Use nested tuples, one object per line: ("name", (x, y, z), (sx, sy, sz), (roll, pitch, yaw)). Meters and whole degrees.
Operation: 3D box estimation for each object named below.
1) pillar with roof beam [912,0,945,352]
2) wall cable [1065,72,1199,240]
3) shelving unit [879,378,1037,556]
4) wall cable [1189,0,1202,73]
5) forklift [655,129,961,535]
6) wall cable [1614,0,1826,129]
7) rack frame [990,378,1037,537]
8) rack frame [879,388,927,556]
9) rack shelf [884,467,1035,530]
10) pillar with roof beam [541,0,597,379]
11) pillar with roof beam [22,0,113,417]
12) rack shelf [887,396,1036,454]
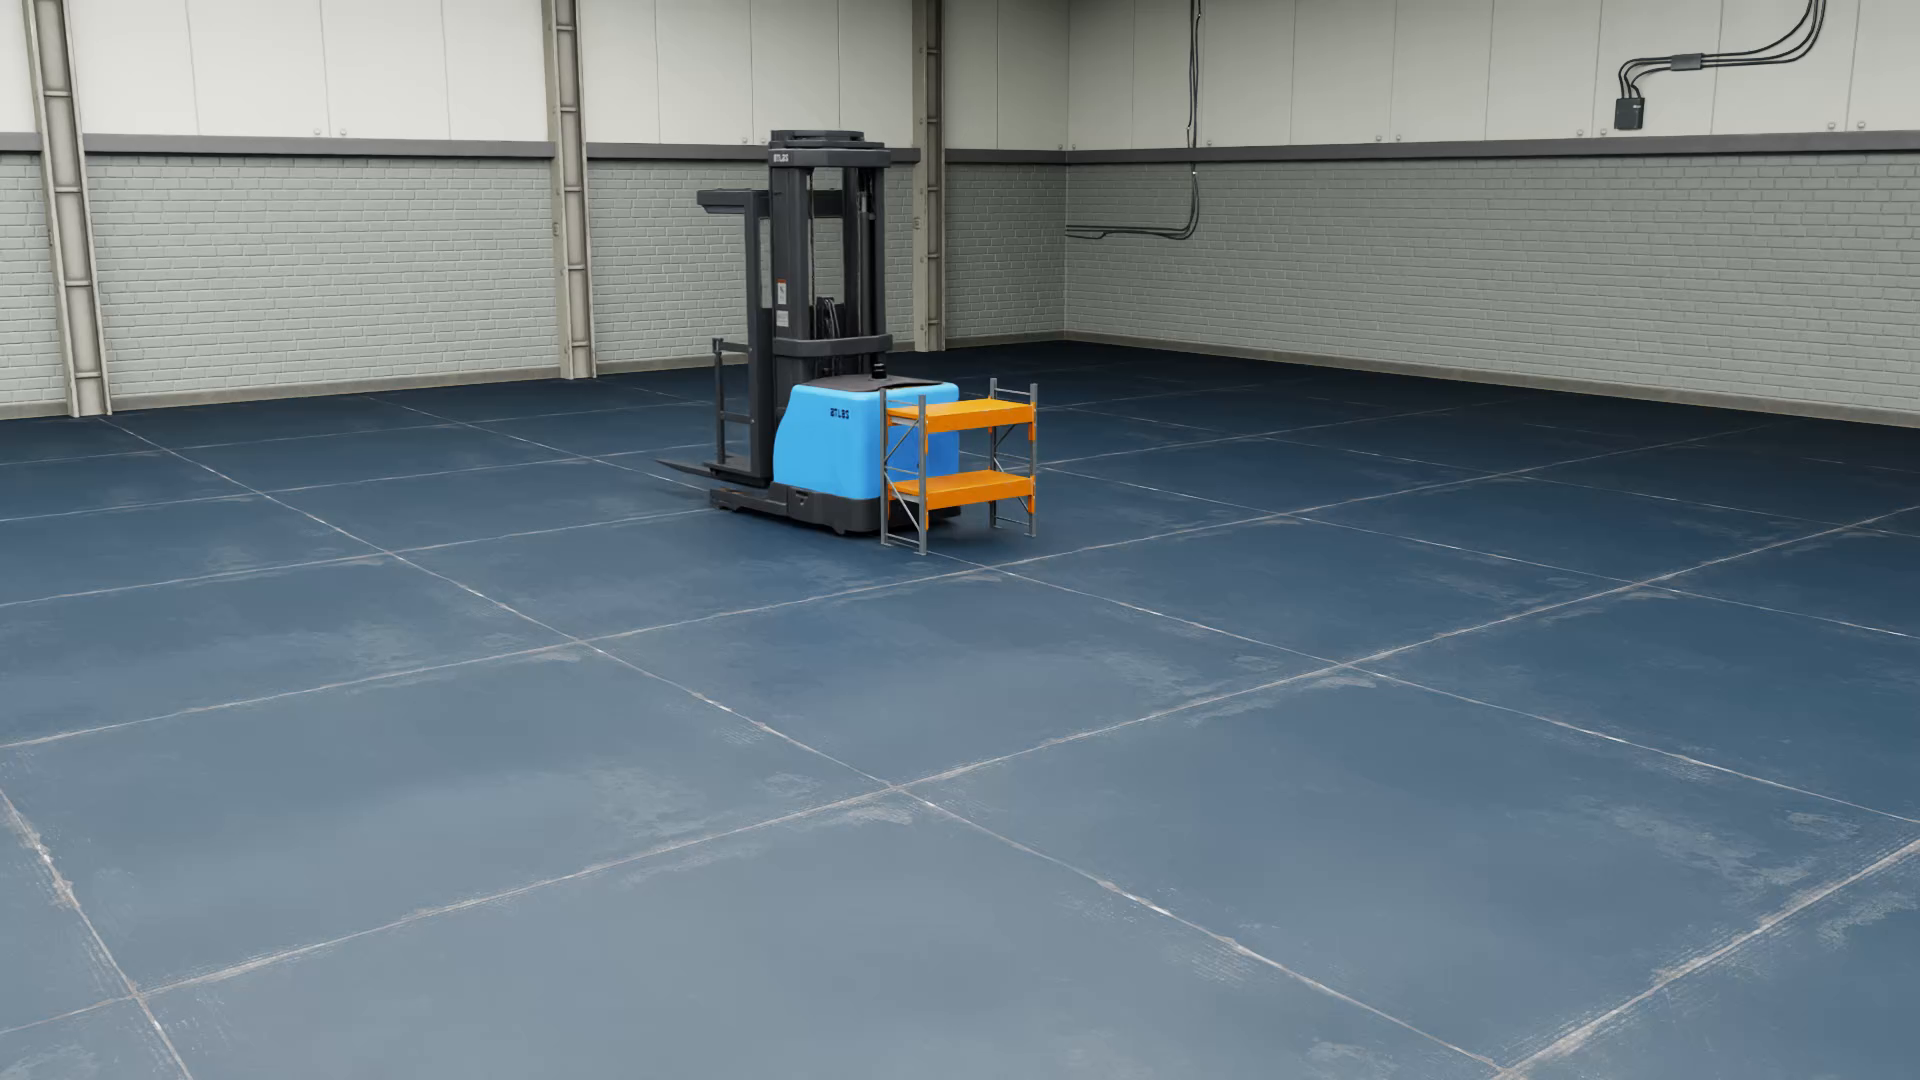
("pillar with roof beam", (2.211, -6.684, 21.939), (0.400, 9.000, 9.100), (-9, 15, -38))
("wall cable", (2.648, -6.031, 26.340), (0.112, 2.526, 3.097), (-9, 15, -38))
("shelving unit", (-0.005, -0.549, 12.008), (1.048, 1.125, 0.538), (-9, 15, -38))
("wall cable", (4.338, -8.062, 23.749), (0.112, 2.526, 3.097), (-9, 15, -38))
("forklift", (-1.356, -1.717, 13.158), (1.130, 2.935, 3.031), (-11, 16, -41))
("wall cable", (8.566, -7.671, 18.403), (0.169, 6.003, 2.305), (-9, 15, -38))
("rack frame", (0.392, -0.615, 12.318), (0.032, 1.125, 0.500), (-9, 15, -38))
("rack frame", (-0.402, -0.483, 11.697), (0.032, 1.125, 0.500), (-9, 15, -38))
("rack shelf", (-0.005, -0.310, 12.059), (1.000, 0.278, 0.538), (-9, 15, -38))
("pillar with roof beam", (-2.474, -5.905, 18.273), (0.400, 9.000, 9.100), (-9, 15, -38))
("pillar with roof beam", (-7.159, -5.126, 14.606), (0.400, 9.000, 9.100), (-9, 15, -38))
("rack shelf", (-0.005, -0.836, 11.947), (1.000, 0.278, 0.538), (-9, 15, -38))
